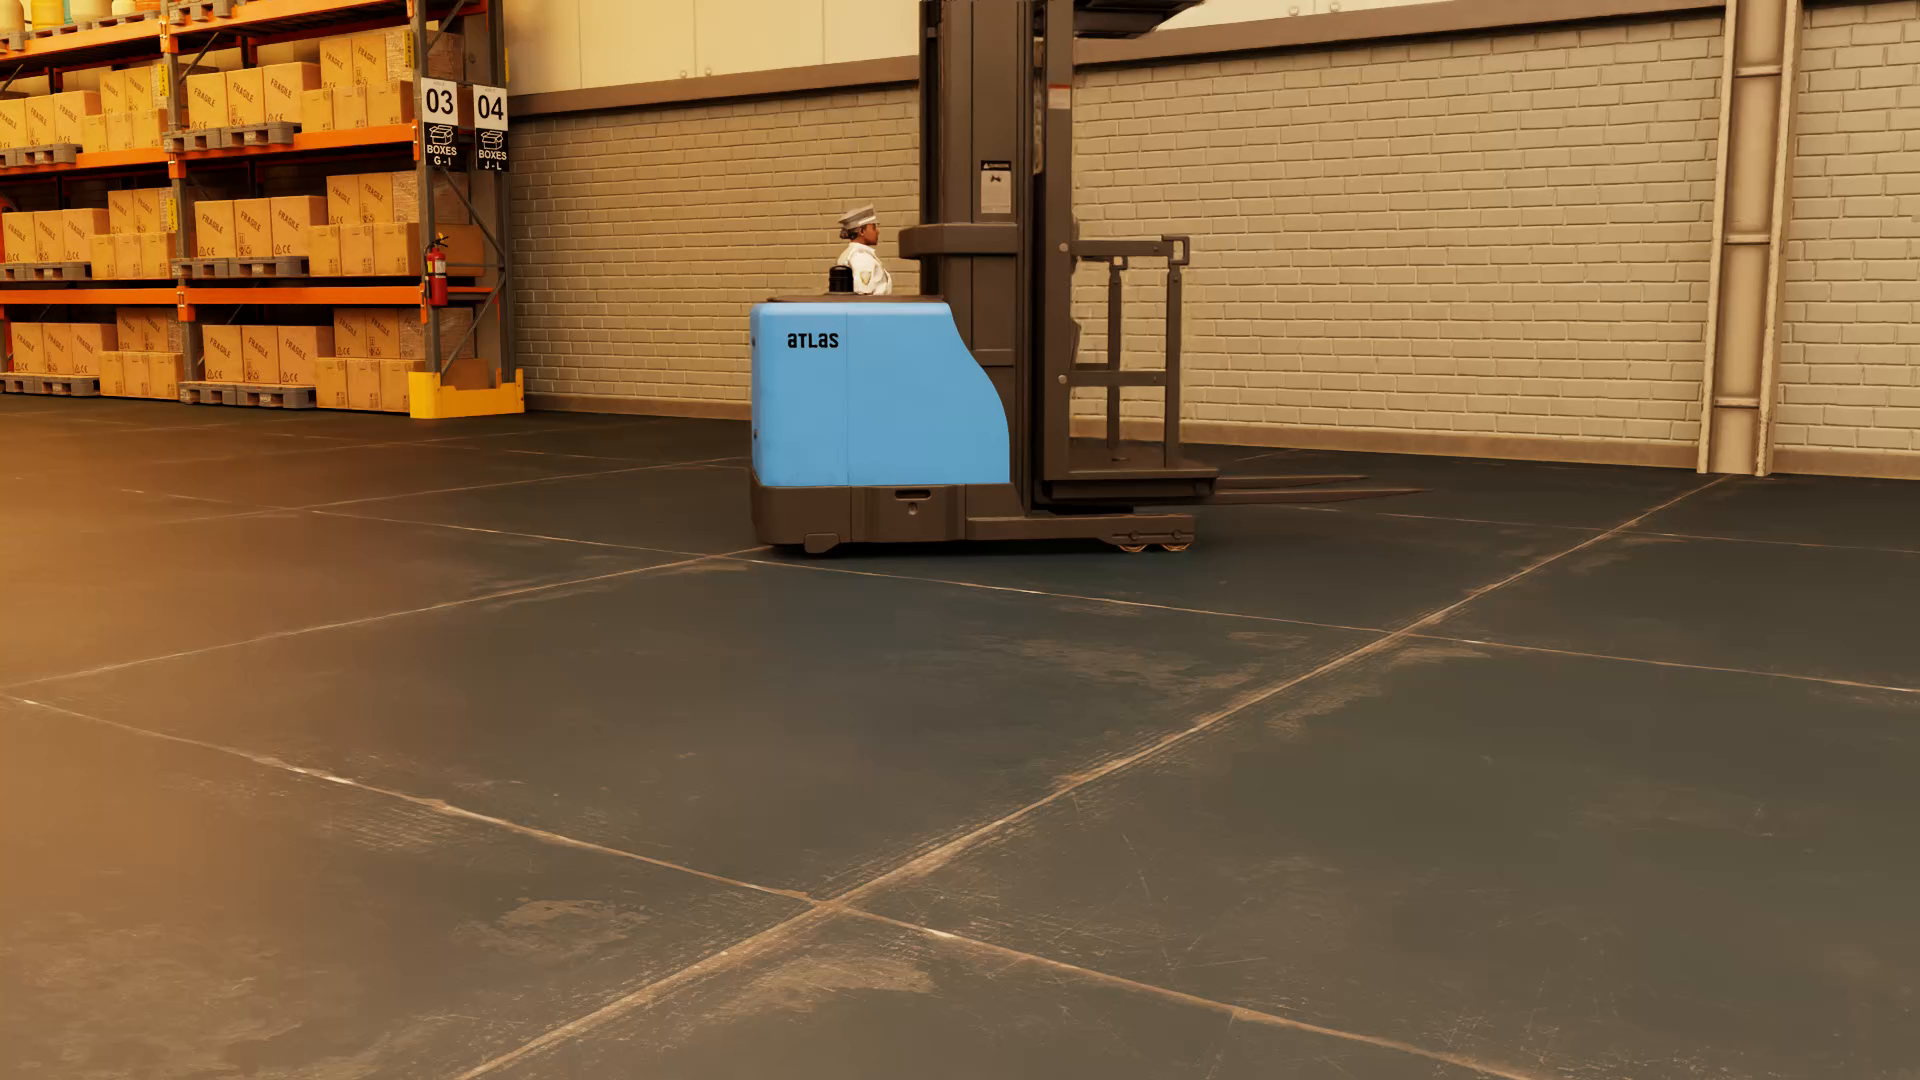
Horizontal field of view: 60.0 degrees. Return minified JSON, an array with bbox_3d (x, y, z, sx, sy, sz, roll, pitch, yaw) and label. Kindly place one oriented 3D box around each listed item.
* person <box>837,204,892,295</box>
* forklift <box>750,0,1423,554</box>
[{"bbox_3d":[-0.598,-1.265,10.516,0.352,1.690,0.452,-3,9,-21],"label":"person"},{"bbox_3d":[0.575,-1.467,7.512,3.031,2.935,1.130,-1,8,-9],"label":"forklift"}]
